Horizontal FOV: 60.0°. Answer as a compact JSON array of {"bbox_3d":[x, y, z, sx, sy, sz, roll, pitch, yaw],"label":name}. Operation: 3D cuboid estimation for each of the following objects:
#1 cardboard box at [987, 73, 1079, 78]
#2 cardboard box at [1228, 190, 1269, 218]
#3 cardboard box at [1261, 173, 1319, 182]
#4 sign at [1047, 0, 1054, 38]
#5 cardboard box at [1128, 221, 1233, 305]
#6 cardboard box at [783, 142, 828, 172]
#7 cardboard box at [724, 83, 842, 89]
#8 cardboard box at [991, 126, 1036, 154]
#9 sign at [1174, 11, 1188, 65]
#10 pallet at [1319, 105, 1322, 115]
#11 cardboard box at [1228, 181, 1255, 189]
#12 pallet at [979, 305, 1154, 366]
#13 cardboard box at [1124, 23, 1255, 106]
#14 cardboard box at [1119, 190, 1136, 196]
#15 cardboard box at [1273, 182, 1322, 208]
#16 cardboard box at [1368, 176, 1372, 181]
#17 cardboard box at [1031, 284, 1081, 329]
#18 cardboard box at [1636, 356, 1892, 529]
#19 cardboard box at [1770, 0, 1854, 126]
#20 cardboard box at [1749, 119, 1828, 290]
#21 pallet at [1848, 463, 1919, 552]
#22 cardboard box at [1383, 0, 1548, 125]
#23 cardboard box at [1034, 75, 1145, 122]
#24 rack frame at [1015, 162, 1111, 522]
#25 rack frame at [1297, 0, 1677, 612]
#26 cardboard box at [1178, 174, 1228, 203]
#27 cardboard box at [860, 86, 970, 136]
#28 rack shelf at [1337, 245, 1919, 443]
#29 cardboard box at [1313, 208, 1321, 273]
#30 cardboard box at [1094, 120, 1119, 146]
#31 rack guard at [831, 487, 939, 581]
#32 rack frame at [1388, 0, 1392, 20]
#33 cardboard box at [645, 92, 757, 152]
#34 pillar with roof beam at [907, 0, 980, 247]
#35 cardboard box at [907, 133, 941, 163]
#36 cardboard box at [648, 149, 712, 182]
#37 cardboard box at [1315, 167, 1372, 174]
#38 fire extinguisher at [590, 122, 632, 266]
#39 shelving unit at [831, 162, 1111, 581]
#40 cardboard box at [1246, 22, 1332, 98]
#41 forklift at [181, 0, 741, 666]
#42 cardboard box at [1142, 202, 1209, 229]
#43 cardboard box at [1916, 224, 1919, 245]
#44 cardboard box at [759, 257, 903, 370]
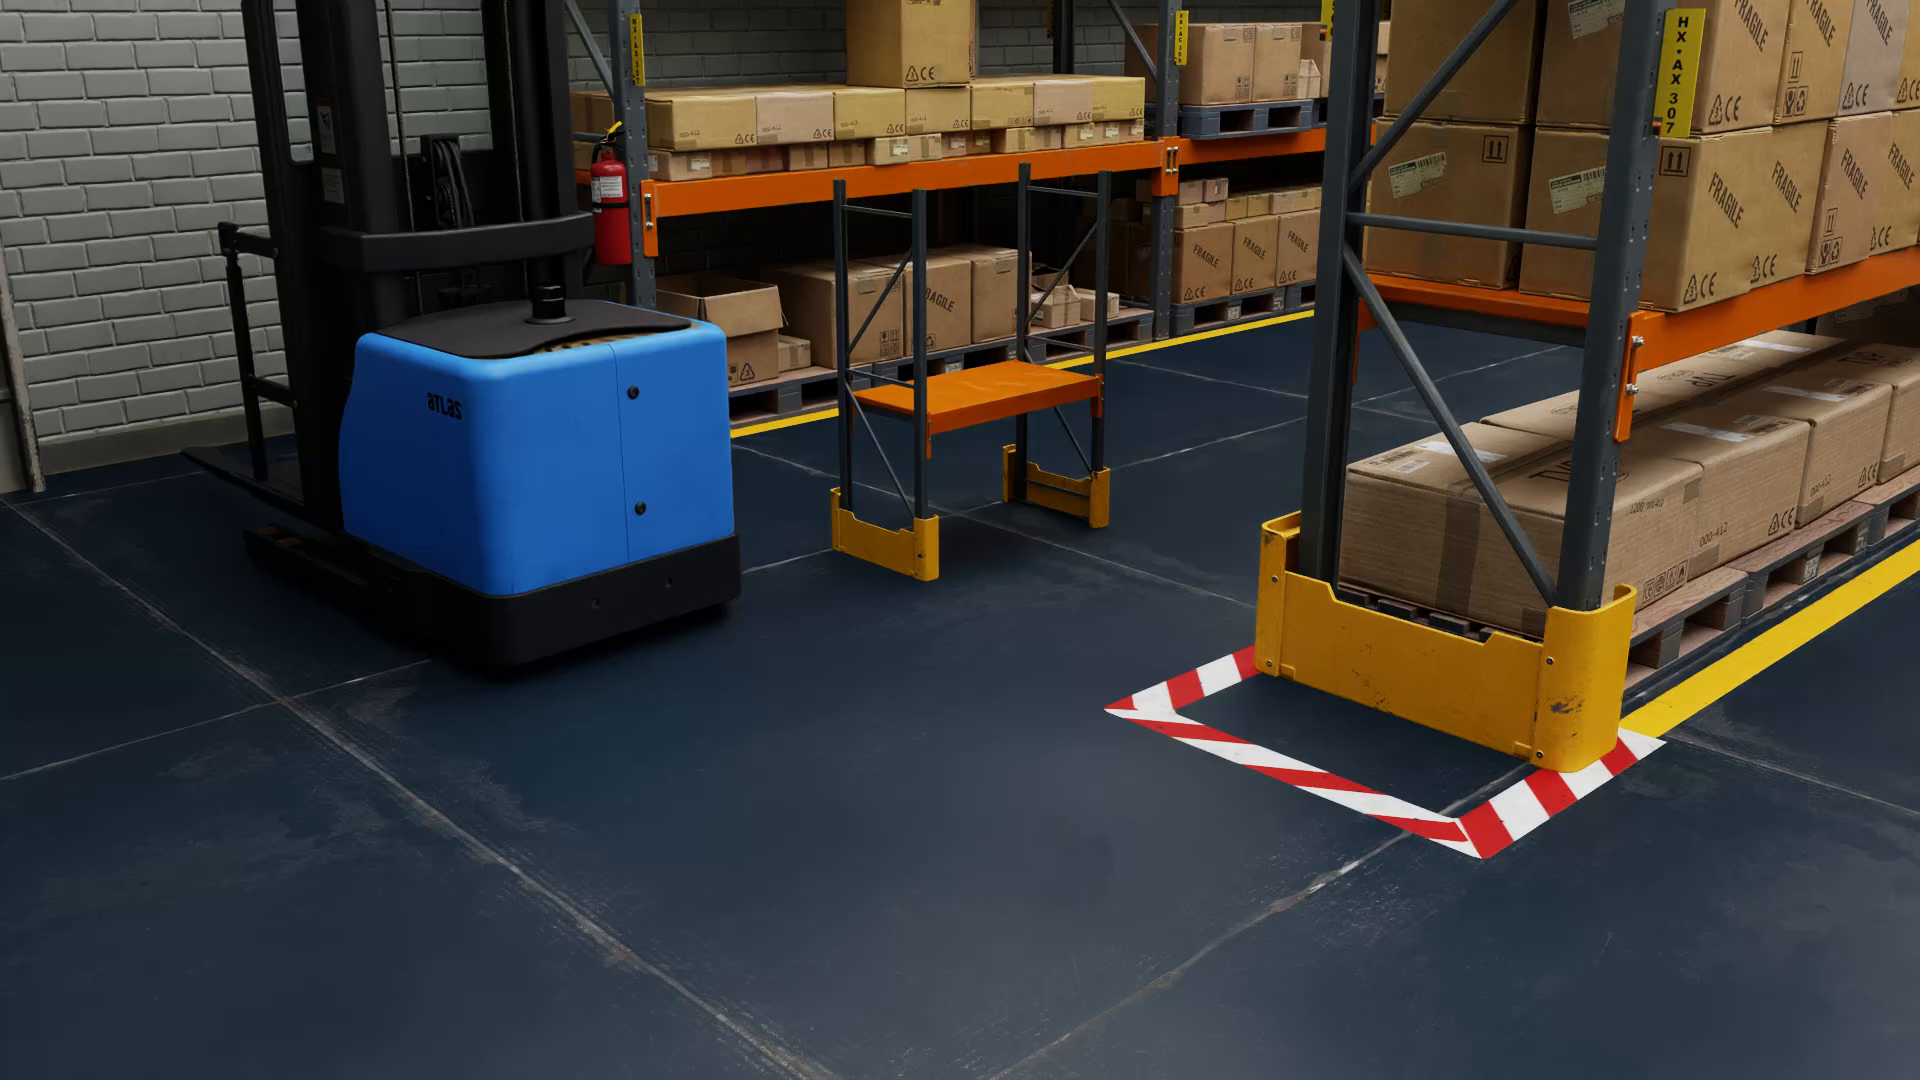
[{"bbox_3d":[0.464,-2.892,10.801,0.500,0.250,0.500,-17,24,-41],"label":"cardboard box"},{"bbox_3d":[1.970,-2.396,11.831,0.250,0.149,0.380,-17,24,-42],"label":"cardboard box"},{"bbox_3d":[2.568,-2.768,12.980,0.250,0.149,0.380,-17,24,-42],"label":"cardboard box"},{"bbox_3d":[0.626,-3.540,11.163,0.005,0.325,0.100,-16,24,-41],"label":"sign"},{"bbox_3d":[1.516,-1.929,11.442,0.500,0.500,0.500,-15,23,-38],"label":"cardboard box"},{"bbox_3d":[-0.923,-2.075,8.927,0.250,0.149,0.380,-15,23,-39],"label":"cardboard box"},{"bbox_3d":[-1.006,-2.458,9.464,0.500,0.250,0.500,-15,23,-39],"label":"cardboard box"},{"bbox_3d":[0.230,-2.392,9.906,0.250,0.149,0.380,-17,24,-42],"label":"cardboard box"},{"bbox_3d":[1.388,-3.158,10.457,0.005,0.325,0.100,-16,24,-41],"label":"sign"},{"bbox_3d":[3.472,-3.463,13.113,1.003,0.211,1.213,-16,24,-41],"label":"pallet"},{"bbox_3d":[1.990,-2.612,12.497,0.250,0.149,0.380,-16,24,-40],"label":"cardboard box"},{"bbox_3d":[0.510,-1.394,10.943,1.213,0.211,1.003,-16,24,-41],"label":"pallet"},{"bbox_3d":[1.515,-3.166,11.042,0.500,0.500,0.700,-15,24,-39],"label":"cardboard box"},{"bbox_3d":[1.267,-2.385,11.797,0.250,0.149,0.380,-16,24,-41],"label":"cardboard box"},{"bbox_3d":[2.535,-2.556,12.325,0.250,0.149,0.380,-16,24,-41],"label":"cardboard box"},{"bbox_3d":[3.110,-2.715,12.815,0.250,0.149,0.380,-15,23,-39],"label":"cardboard box"},{"bbox_3d":[0.547,-1.506,10.517,0.258,0.266,0.396,-15,23,-39],"label":"cardboard box"},{"bbox_3d":[3.243,-0.437,6.941,0.875,0.438,0.875,17,25,42],"label":"cardboard box"},{"bbox_3d":[2.432,-1.579,5.208,0.500,0.500,0.500,-17,25,-42],"label":"cardboard box"},{"bbox_3d":[2.411,-1.105,5.368,0.500,0.500,0.500,-17,24,-42],"label":"cardboard box"},{"bbox_3d":[3.817,-0.284,7.520,1.213,0.211,1.003,-16,24,-41],"label":"pallet"},{"bbox_3d":[1.703,-1.586,5.228,0.500,0.500,0.500,-15,23,-39],"label":"cardboard box"},{"bbox_3d":[0.807,-2.774,10.437,0.500,0.250,0.500,-15,24,-39],"label":"cardboard box"},{"bbox_3d":[0.431,-0.839,7.141,0.032,1.500,0.500,-16,24,-41],"label":"rack frame"},{"bbox_3d":[1.516,-0.907,4.918,0.127,3.000,1.000,-16,24,-41],"label":"rack frame"},{"bbox_3d":[1.609,-2.409,11.389,0.380,0.149,0.250,16,24,41],"label":"cardboard box"},{"bbox_3d":[-0.293,-2.452,9.446,0.500,0.250,0.500,-17,25,-42],"label":"cardboard box"},{"bbox_3d":[2.970,-0.988,6.336,4.000,0.370,1.077,-16,24,-41],"label":"rack shelf"},{"bbox_3d":[2.643,-2.257,12.455,0.500,0.500,0.500,17,24,42],"label":"cardboard box"},{"bbox_3d":[0.777,-2.562,10.431,0.250,0.149,0.380,-15,24,-39],"label":"cardboard box"},{"bbox_3d":[-0.306,-0.030,6.670,0.087,0.250,0.587,-16,24,-41],"label":"rack guard"},{"bbox_3d":[3.916,-3.714,13.575,0.127,3.000,1.000,-16,24,-41],"label":"rack frame"},{"bbox_3d":[-1.382,-2.124,8.434,0.500,0.250,0.500,-16,24,-41],"label":"cardboard box"},{"bbox_3d":[2.842,-4.809,7.228,0.400,9.000,9.100,-16,24,-41],"label":"pillar with roof beam"},{"bbox_3d":[-0.322,-2.229,9.404,0.250,0.149,0.380,-16,24,-40],"label":"cardboard box"},{"bbox_3d":[-1.469,-1.907,8.410,0.250,0.149,0.380,-16,24,-41],"label":"cardboard box"},{"bbox_3d":[3.112,-2.942,13.515,0.250,0.149,0.380,-15,23,-39],"label":"cardboard box"},{"bbox_3d":[-1.686,-1.669,8.000,0.183,0.674,0.296,-16,24,-41],"label":"fire extinguisher"},{"bbox_3d":[0.055,-0.730,6.803,1.083,1.500,0.587,-16,24,-41],"label":"shelving unit"},{"bbox_3d":[2.462,-3.442,11.893,0.500,0.500,0.700,-16,24,-41],"label":"cardboard box"},{"bbox_3d":[-2.213,-1.340,6.365,3.031,2.935,1.130,17,24,42],"label":"forklift"},{"bbox_3d":[1.453,-2.202,11.232,0.250,0.149,0.380,-15,23,-38],"label":"cardboard box"},{"bbox_3d":[3.536,-1.426,6.358,0.500,0.500,0.500,-17,24,-42],"label":"cardboard box"},{"bbox_3d":[-0.739,-1.310,9.533,0.500,0.500,0.700,-15,23,-39],"label":"cardboard box"}]
